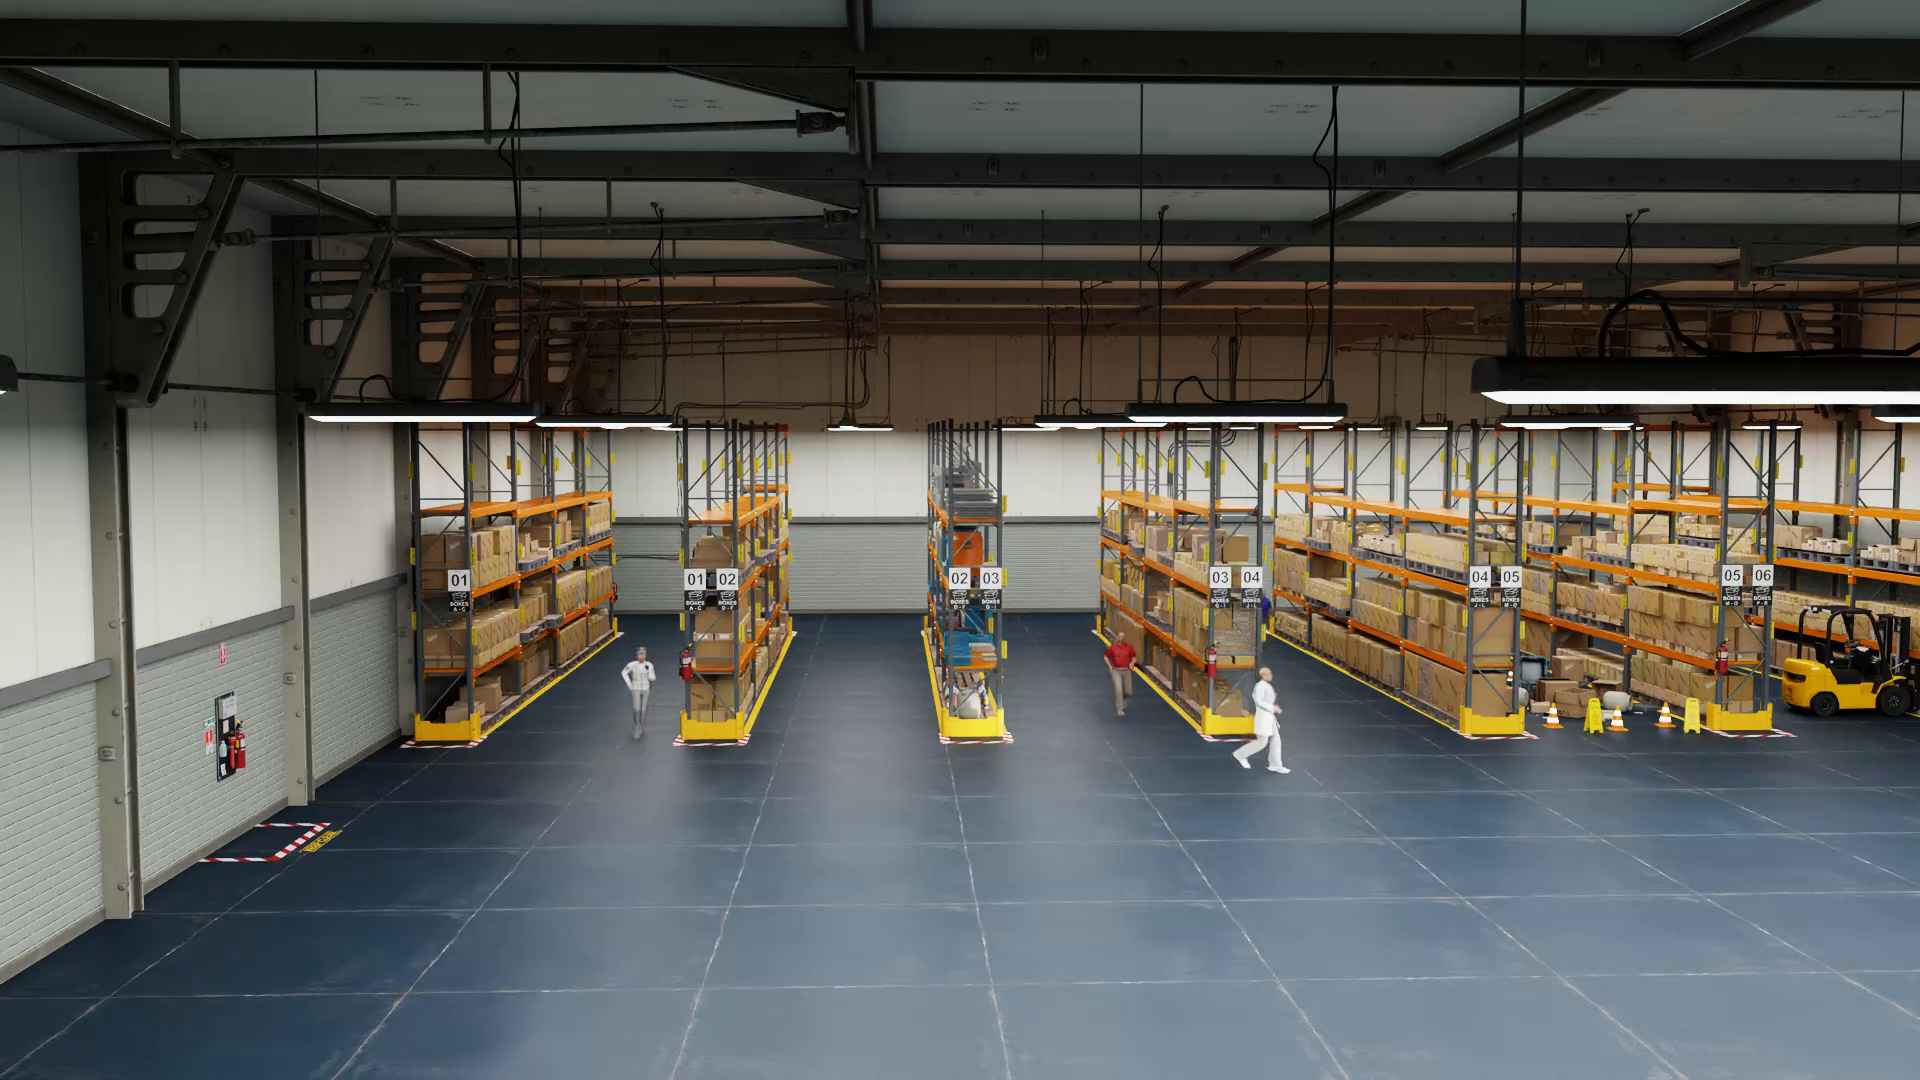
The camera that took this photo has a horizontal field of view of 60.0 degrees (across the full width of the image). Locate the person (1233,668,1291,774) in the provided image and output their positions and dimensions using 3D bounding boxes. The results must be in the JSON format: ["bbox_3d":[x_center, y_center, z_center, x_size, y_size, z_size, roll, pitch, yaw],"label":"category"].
[{"bbox_3d":[5.103,3.042,28.075,0.964,1.782,0.712,1,4,22],"label":"person"}]

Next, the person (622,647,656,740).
[{"bbox_3d":[-6.031,2.868,31.342,0.589,1.728,0.724,-2,4,-23],"label":"person"}]

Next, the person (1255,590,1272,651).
[{"bbox_3d":[7.982,2.121,44.037,0.597,1.606,0.650,0,4,-6],"label":"person"}]

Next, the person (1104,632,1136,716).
[{"bbox_3d":[3.271,2.710,33.890,0.670,1.679,0.751,0,4,-5],"label":"person"}]
